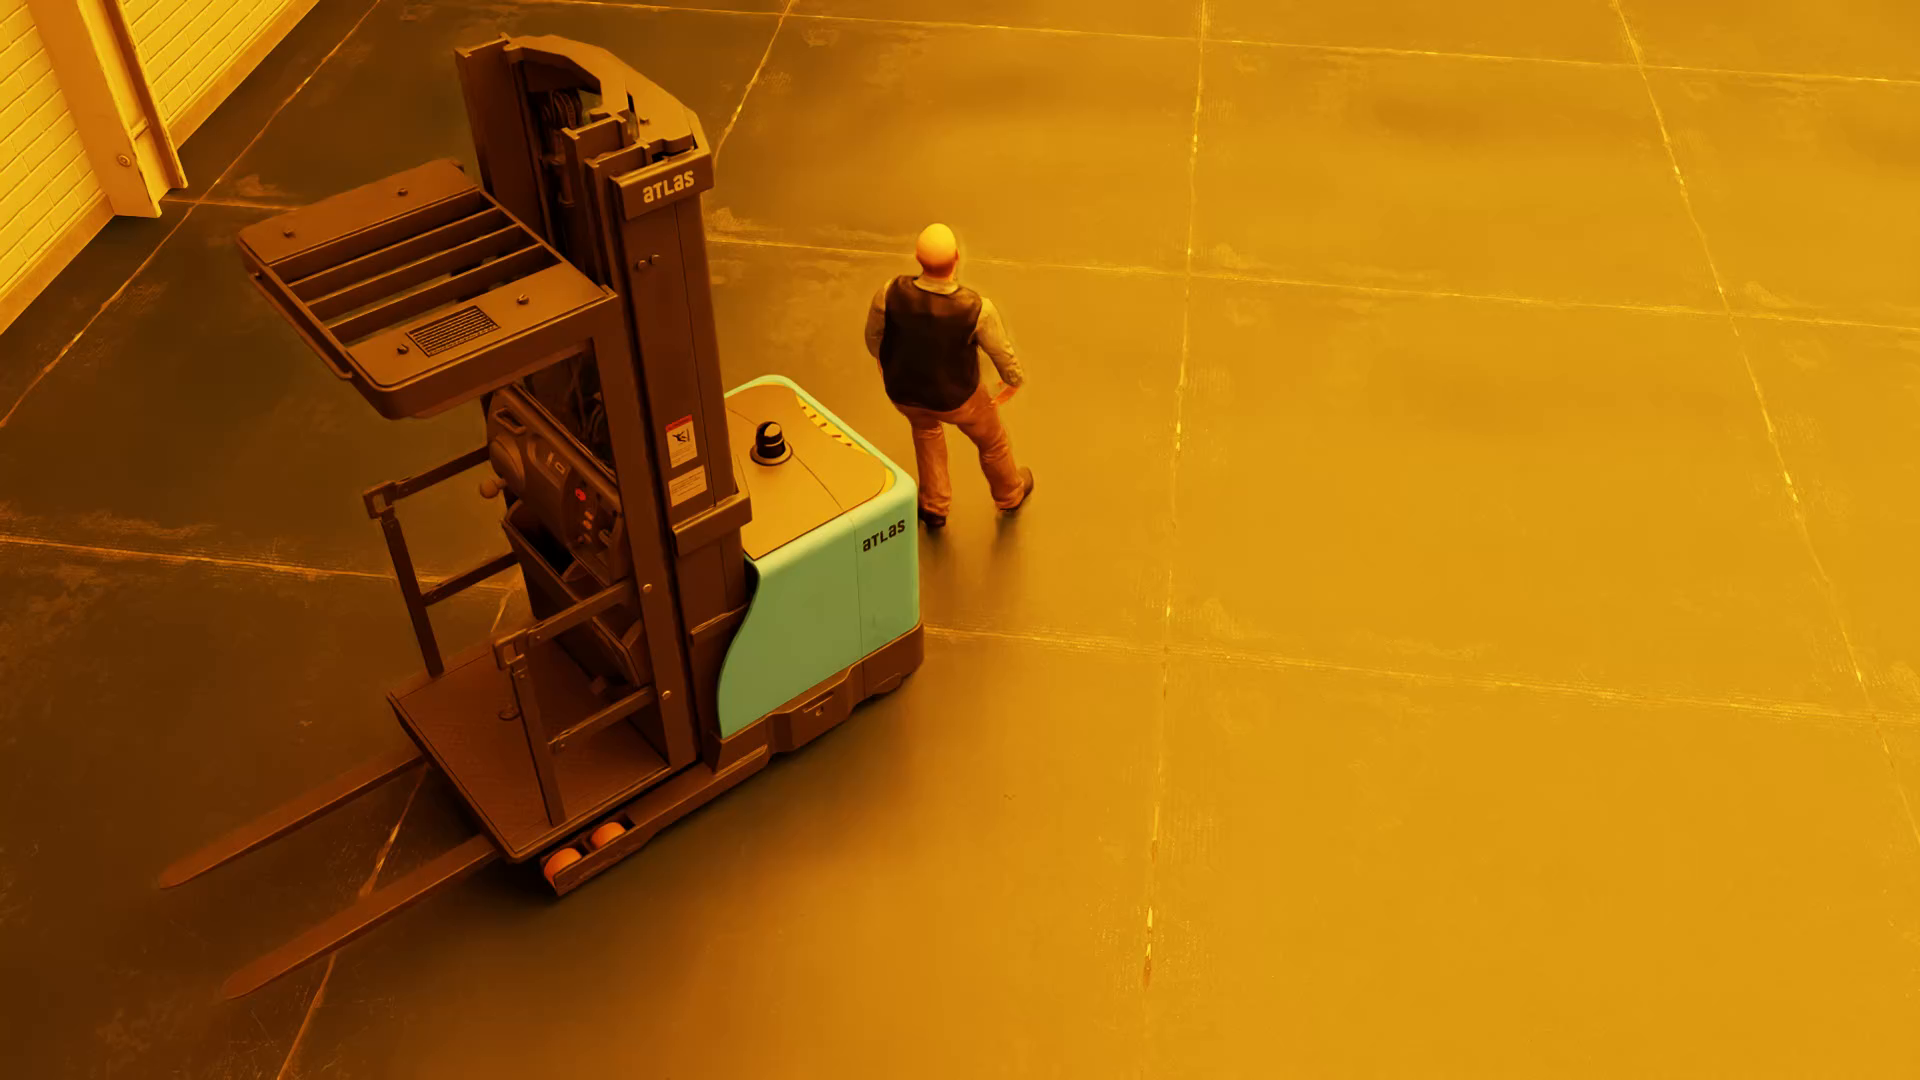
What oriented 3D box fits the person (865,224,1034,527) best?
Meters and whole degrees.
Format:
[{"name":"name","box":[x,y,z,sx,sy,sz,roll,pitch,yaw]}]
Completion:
[{"name":"person","box":[-0.035,-0.770,7.514,0.687,1.679,0.665,12,44,13]}]

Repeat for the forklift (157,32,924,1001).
[{"name":"forklift","box":[-1.613,-0.133,5.869,3.031,2.935,1.130,-29,50,-28]}]
